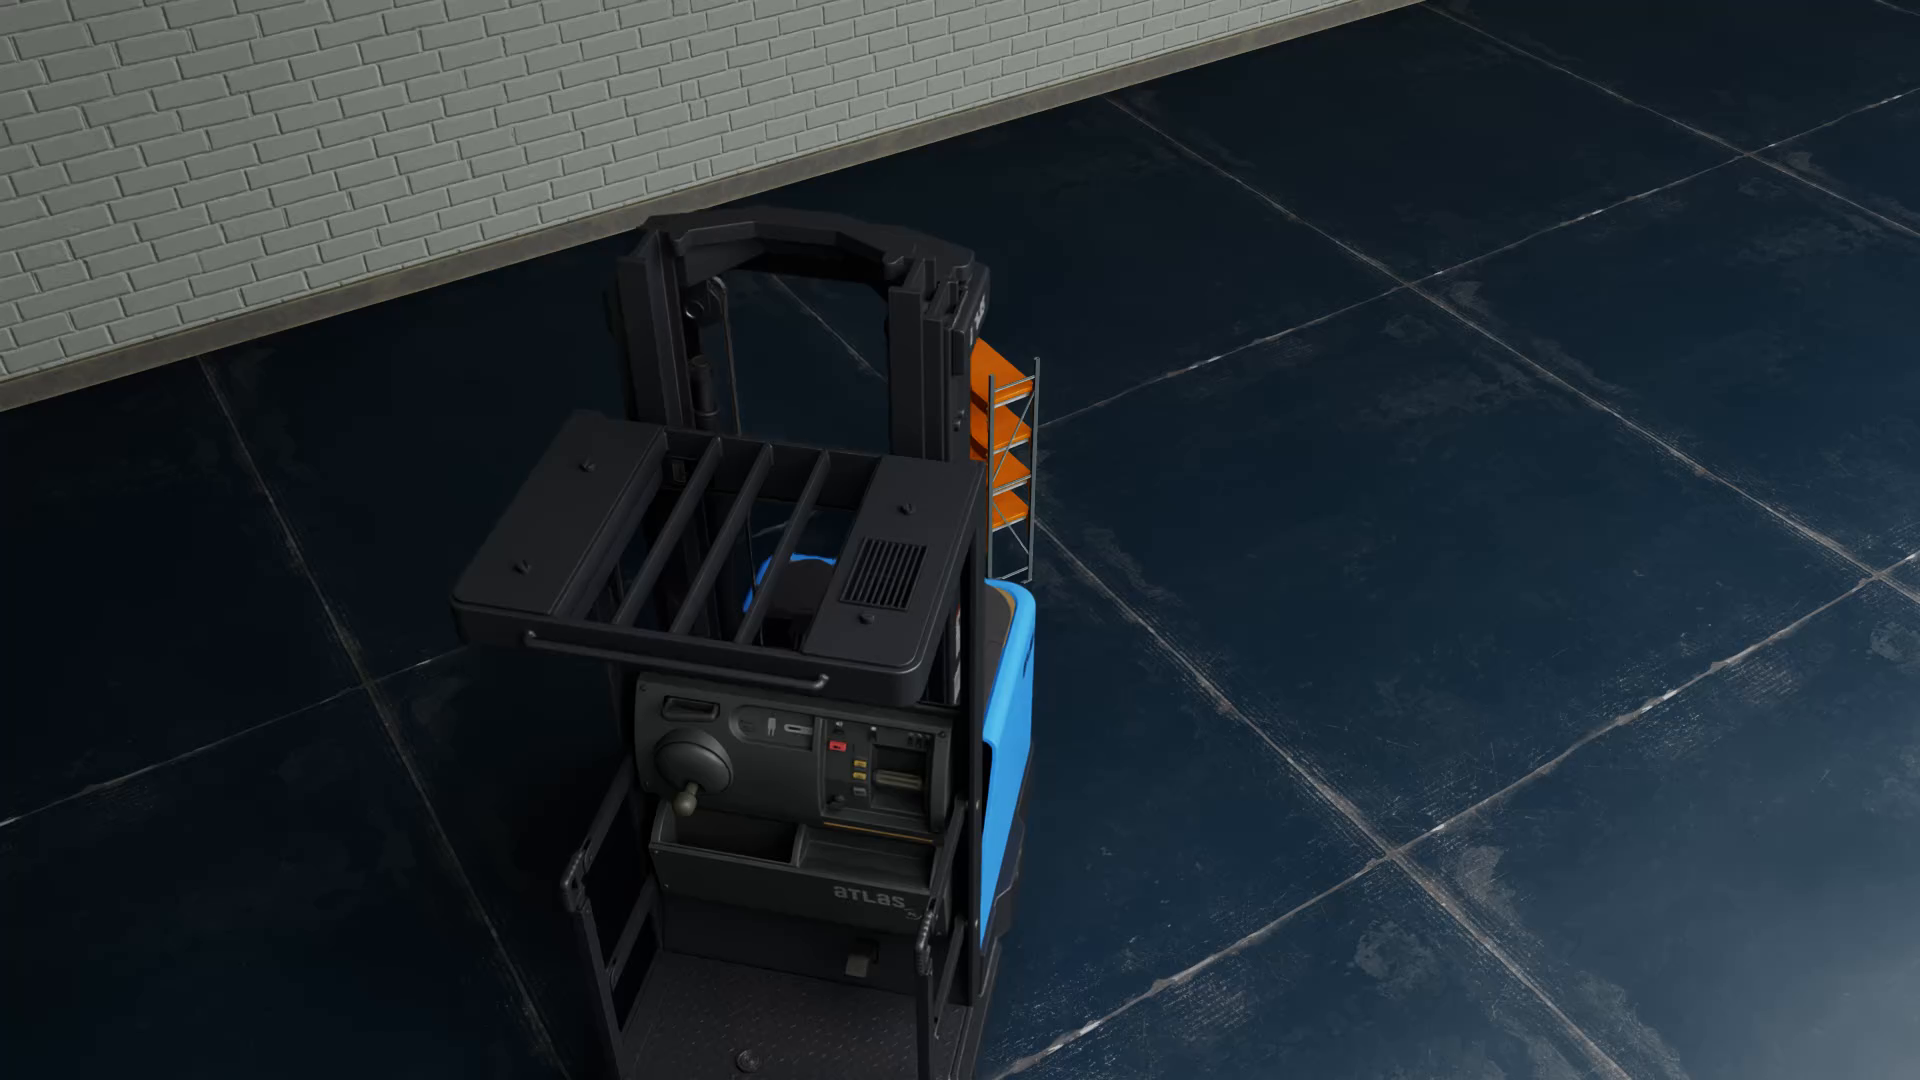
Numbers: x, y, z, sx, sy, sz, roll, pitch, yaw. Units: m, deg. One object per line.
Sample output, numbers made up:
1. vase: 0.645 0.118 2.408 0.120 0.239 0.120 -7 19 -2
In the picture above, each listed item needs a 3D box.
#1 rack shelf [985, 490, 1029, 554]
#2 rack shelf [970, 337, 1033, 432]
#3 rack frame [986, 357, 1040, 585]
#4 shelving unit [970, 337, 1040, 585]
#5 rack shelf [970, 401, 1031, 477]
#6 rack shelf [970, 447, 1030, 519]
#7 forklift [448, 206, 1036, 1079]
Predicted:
1. rack shelf: 0.089 -0.167 7.429 0.258 0.148 0.480 -22 45 -24
2. rack shelf: 0.089 -0.673 7.007 0.258 0.148 0.480 -22 45 -24
3. rack frame: 0.220 -0.240 7.101 0.240 1.200 0.015 -22 45 -24
4. shelving unit: 0.089 -0.372 7.259 0.258 1.200 0.503 -22 45 -24
5. rack shelf: 0.089 -0.492 7.159 0.258 0.148 0.480 -22 45 -24
6. rack shelf: 0.089 -0.320 7.302 0.258 0.148 0.480 -22 45 -24
7. forklift: -0.527 0.714 4.604 1.130 2.935 3.031 8 40 9
